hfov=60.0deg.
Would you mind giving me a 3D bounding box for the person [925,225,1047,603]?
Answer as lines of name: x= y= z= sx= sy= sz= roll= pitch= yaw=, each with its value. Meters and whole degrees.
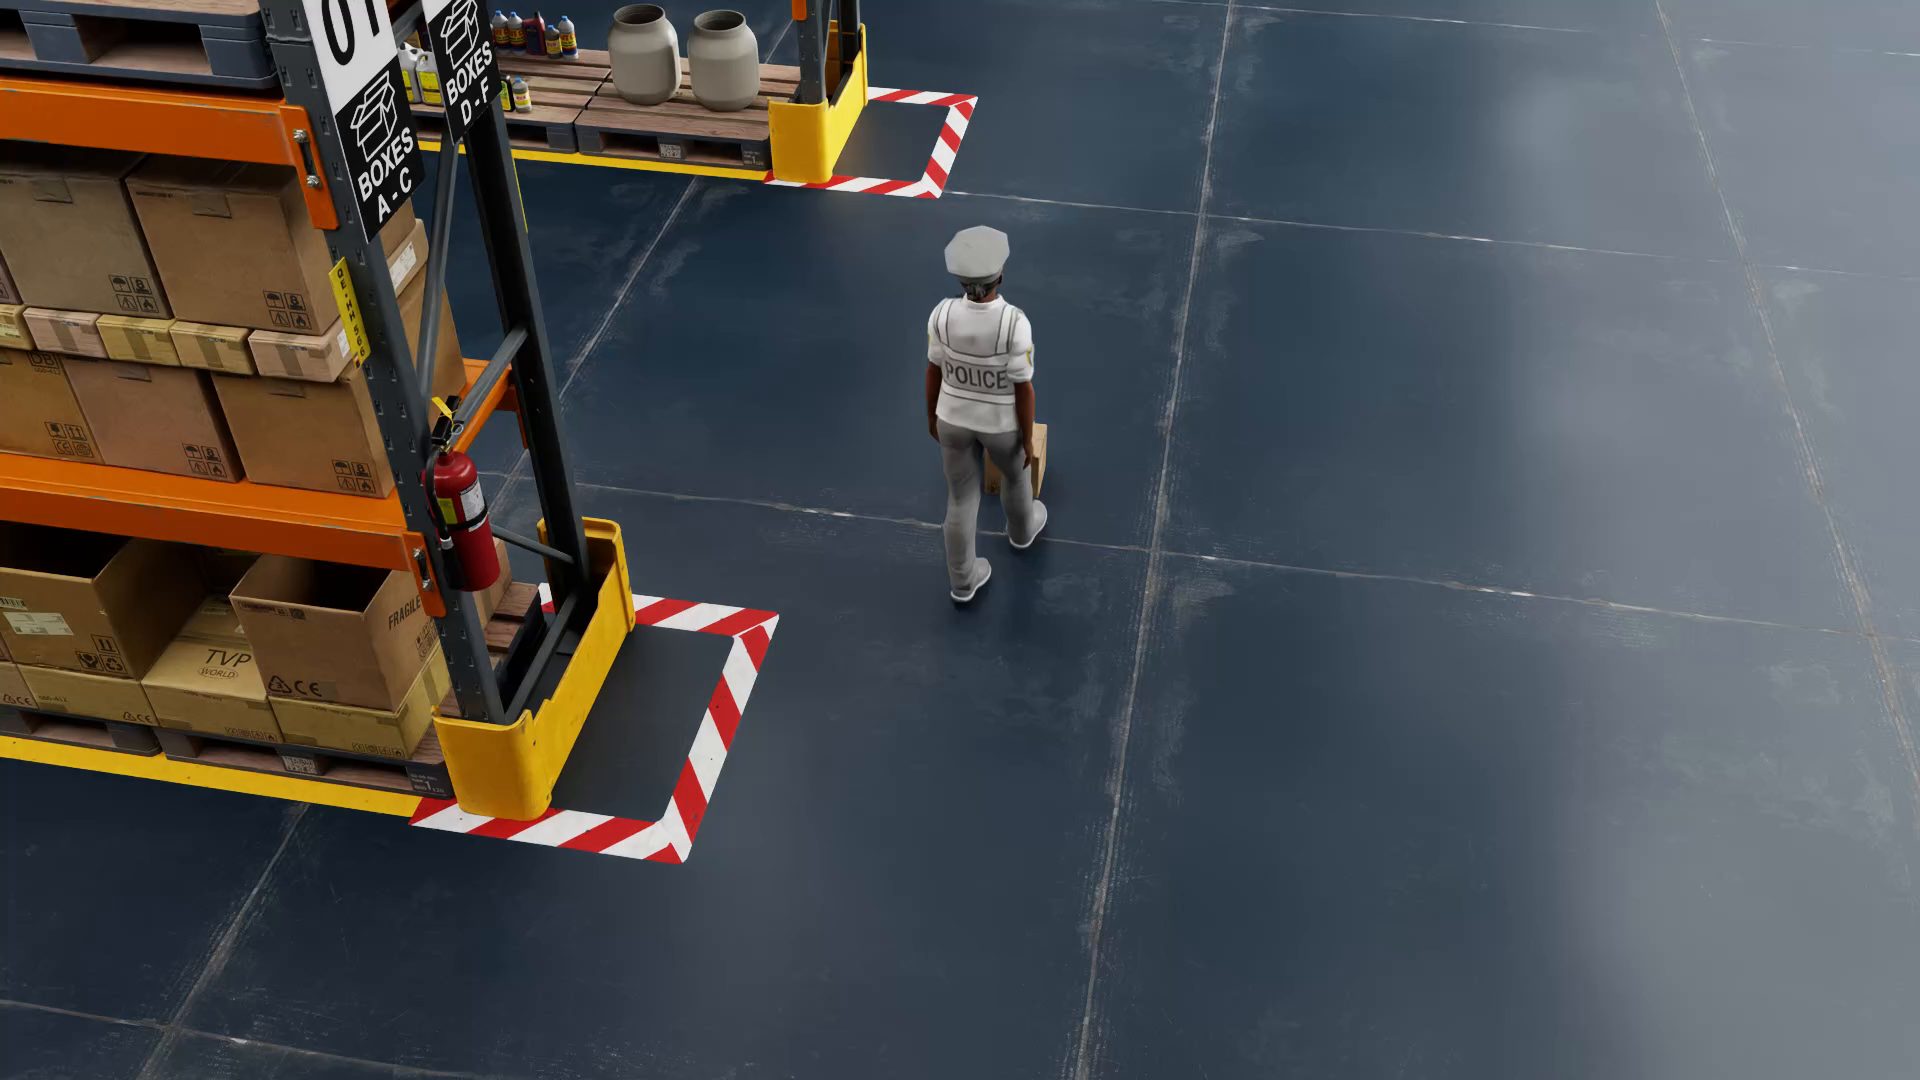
person: x=0.117 y=-0.561 z=6.790 sx=0.463 sy=1.670 sz=0.693 roll=10 pitch=42 yaw=11
